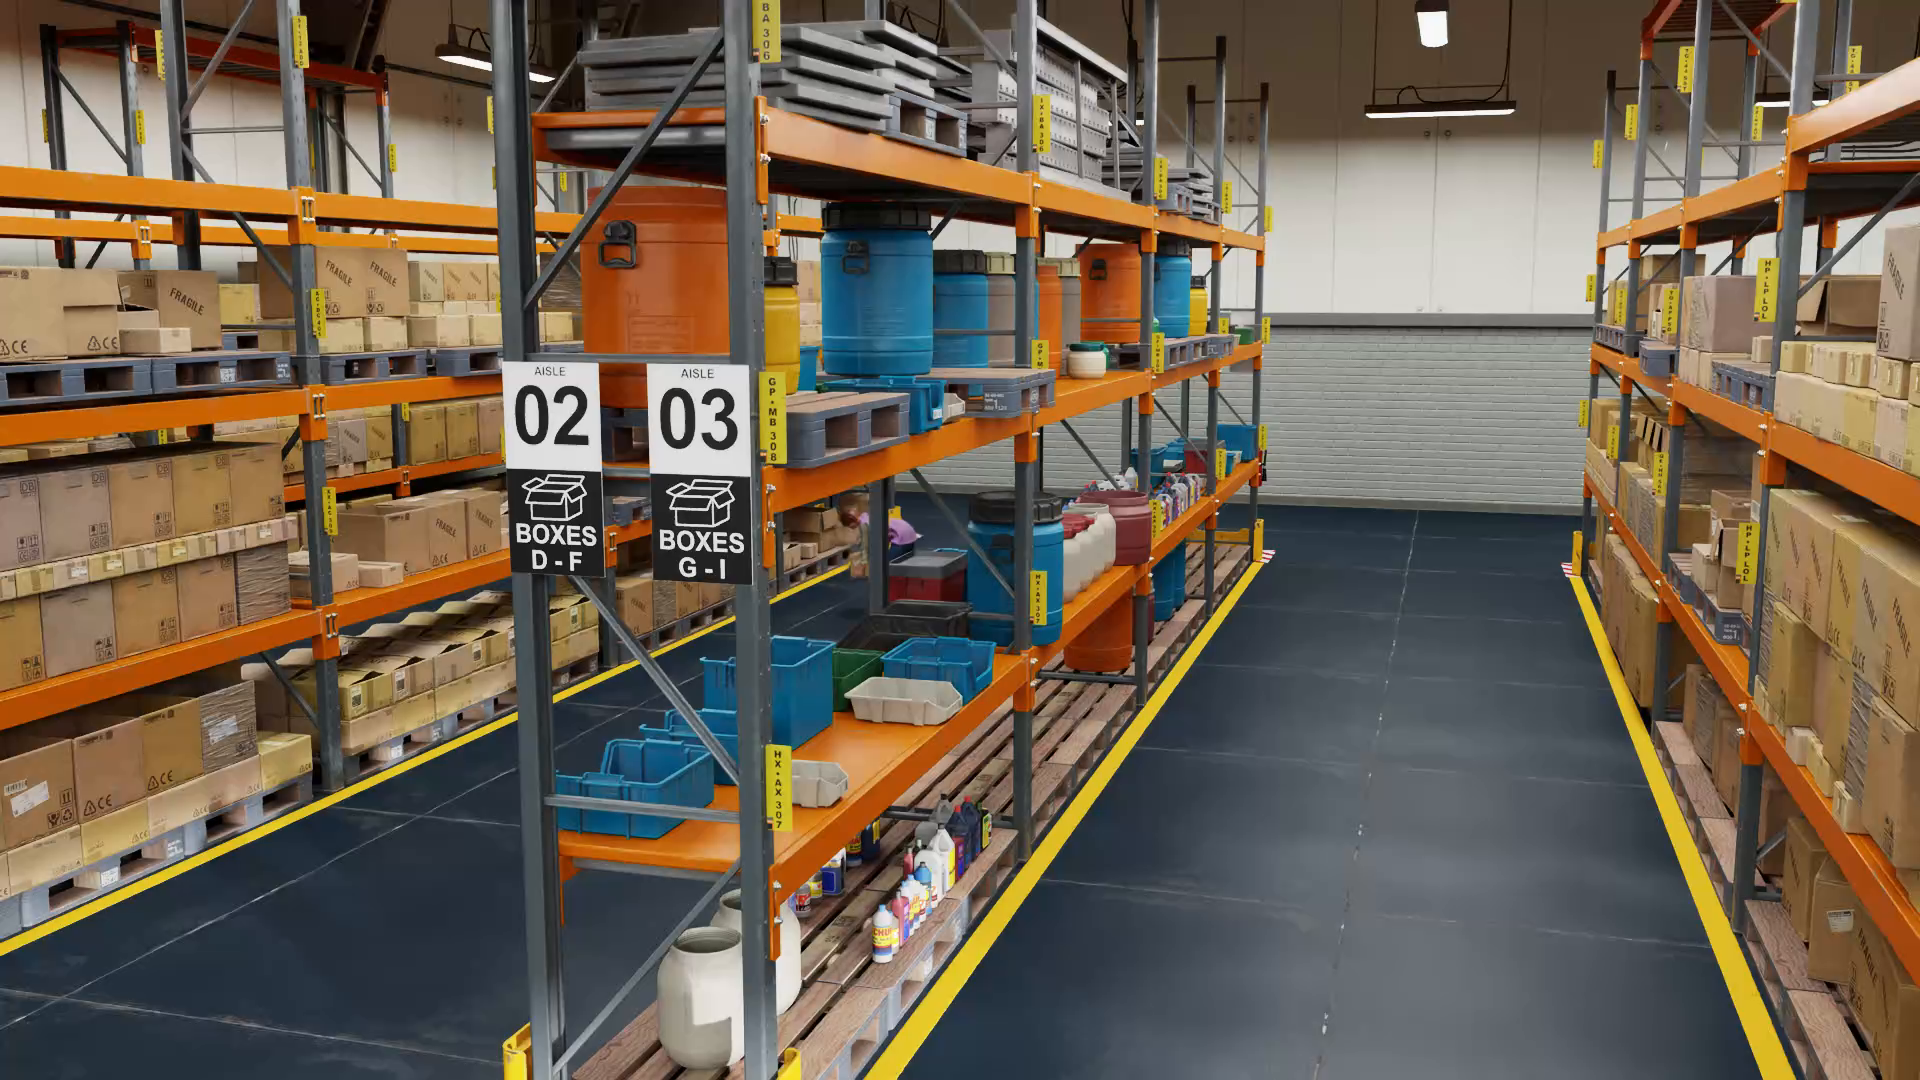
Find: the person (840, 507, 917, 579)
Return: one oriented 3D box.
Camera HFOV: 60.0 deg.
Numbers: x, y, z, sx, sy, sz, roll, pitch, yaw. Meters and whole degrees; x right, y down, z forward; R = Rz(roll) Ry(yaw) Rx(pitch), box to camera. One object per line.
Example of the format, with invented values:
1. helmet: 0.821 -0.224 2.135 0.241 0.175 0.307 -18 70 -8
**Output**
1. person: -0.880 0.226 17.938 0.848 1.136 0.385 2 9 15
